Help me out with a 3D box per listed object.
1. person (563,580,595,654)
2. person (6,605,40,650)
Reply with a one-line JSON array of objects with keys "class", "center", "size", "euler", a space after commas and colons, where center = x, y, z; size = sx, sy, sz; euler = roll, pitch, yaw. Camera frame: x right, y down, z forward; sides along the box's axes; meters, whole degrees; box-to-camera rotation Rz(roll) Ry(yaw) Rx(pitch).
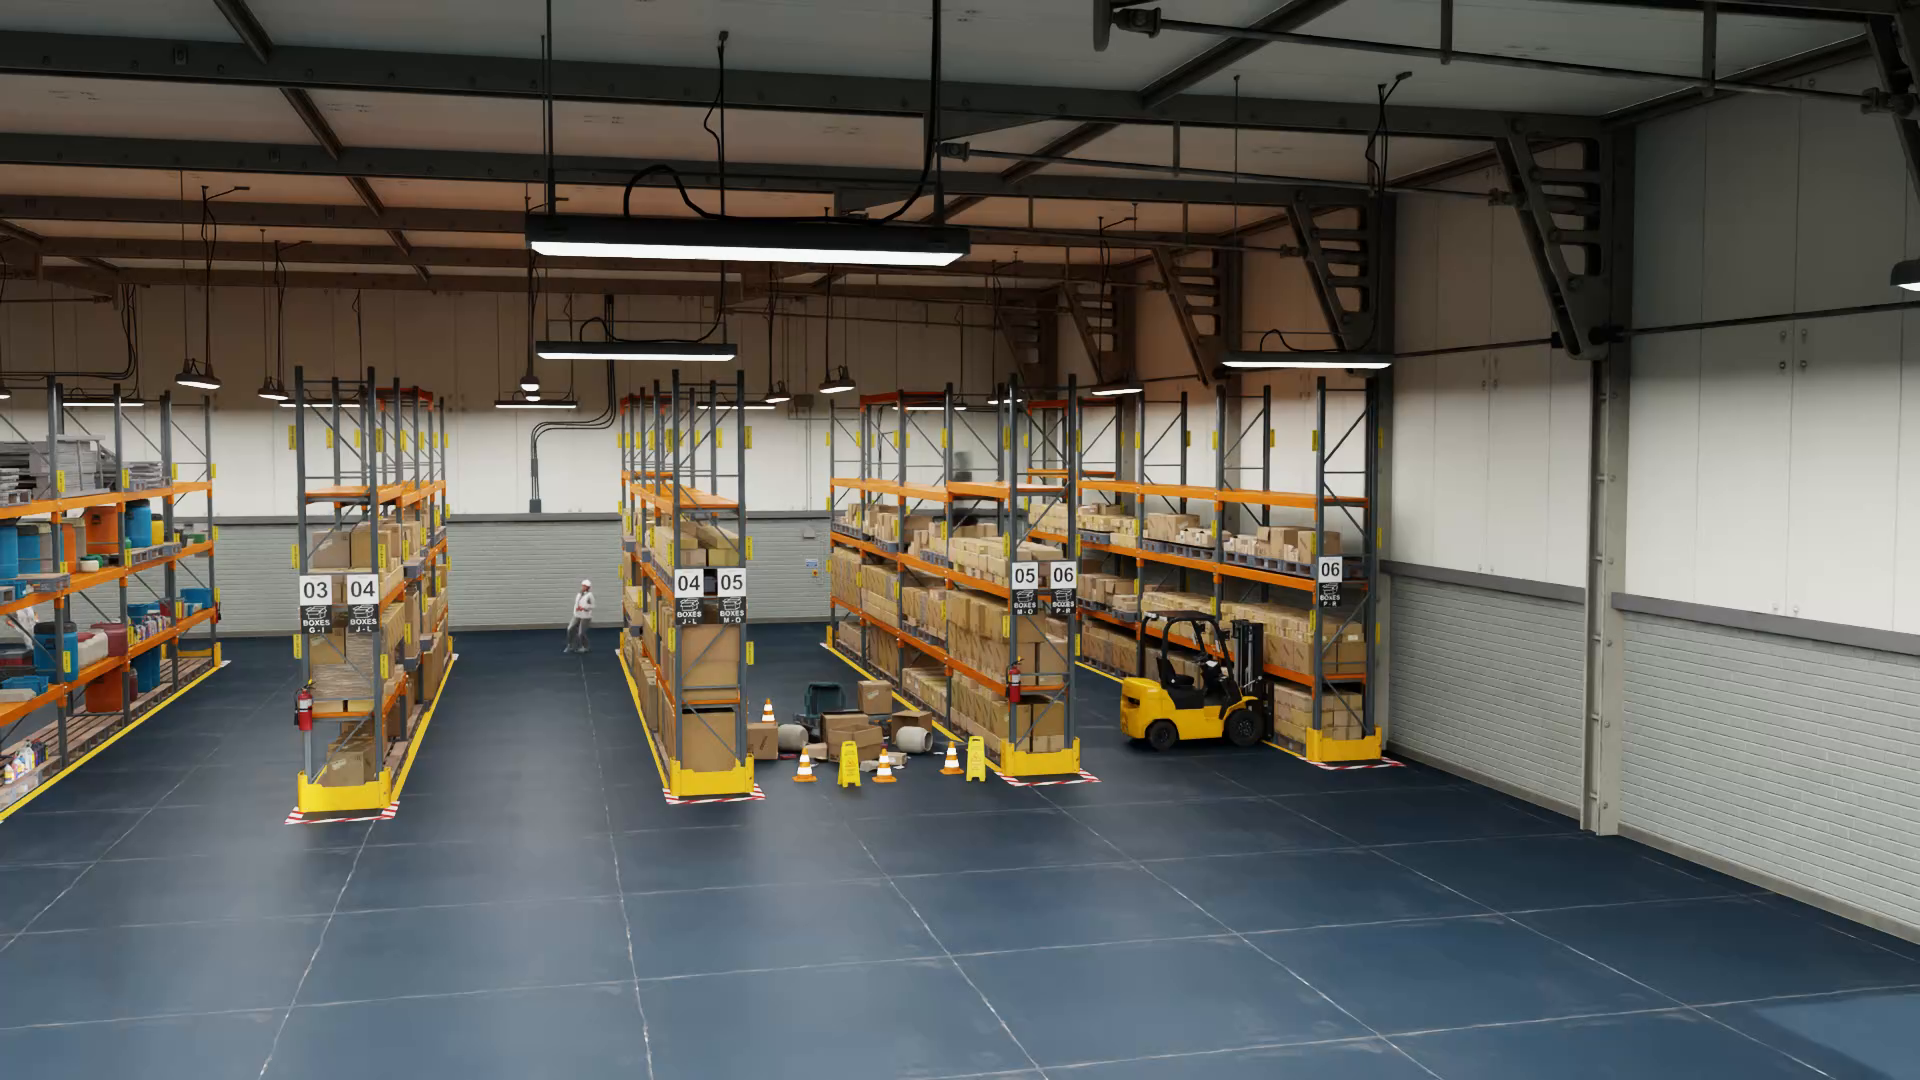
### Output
[{"class": "person", "center": [-8.893, 1.806, 39.107], "size": [0.736, 1.753, 0.642], "euler": [2, 4, 31]}, {"class": "person", "center": [-20.533, 1.983, 36.458], "size": [0.716, 1.698, 0.703], "euler": [2, 4, 32]}]
